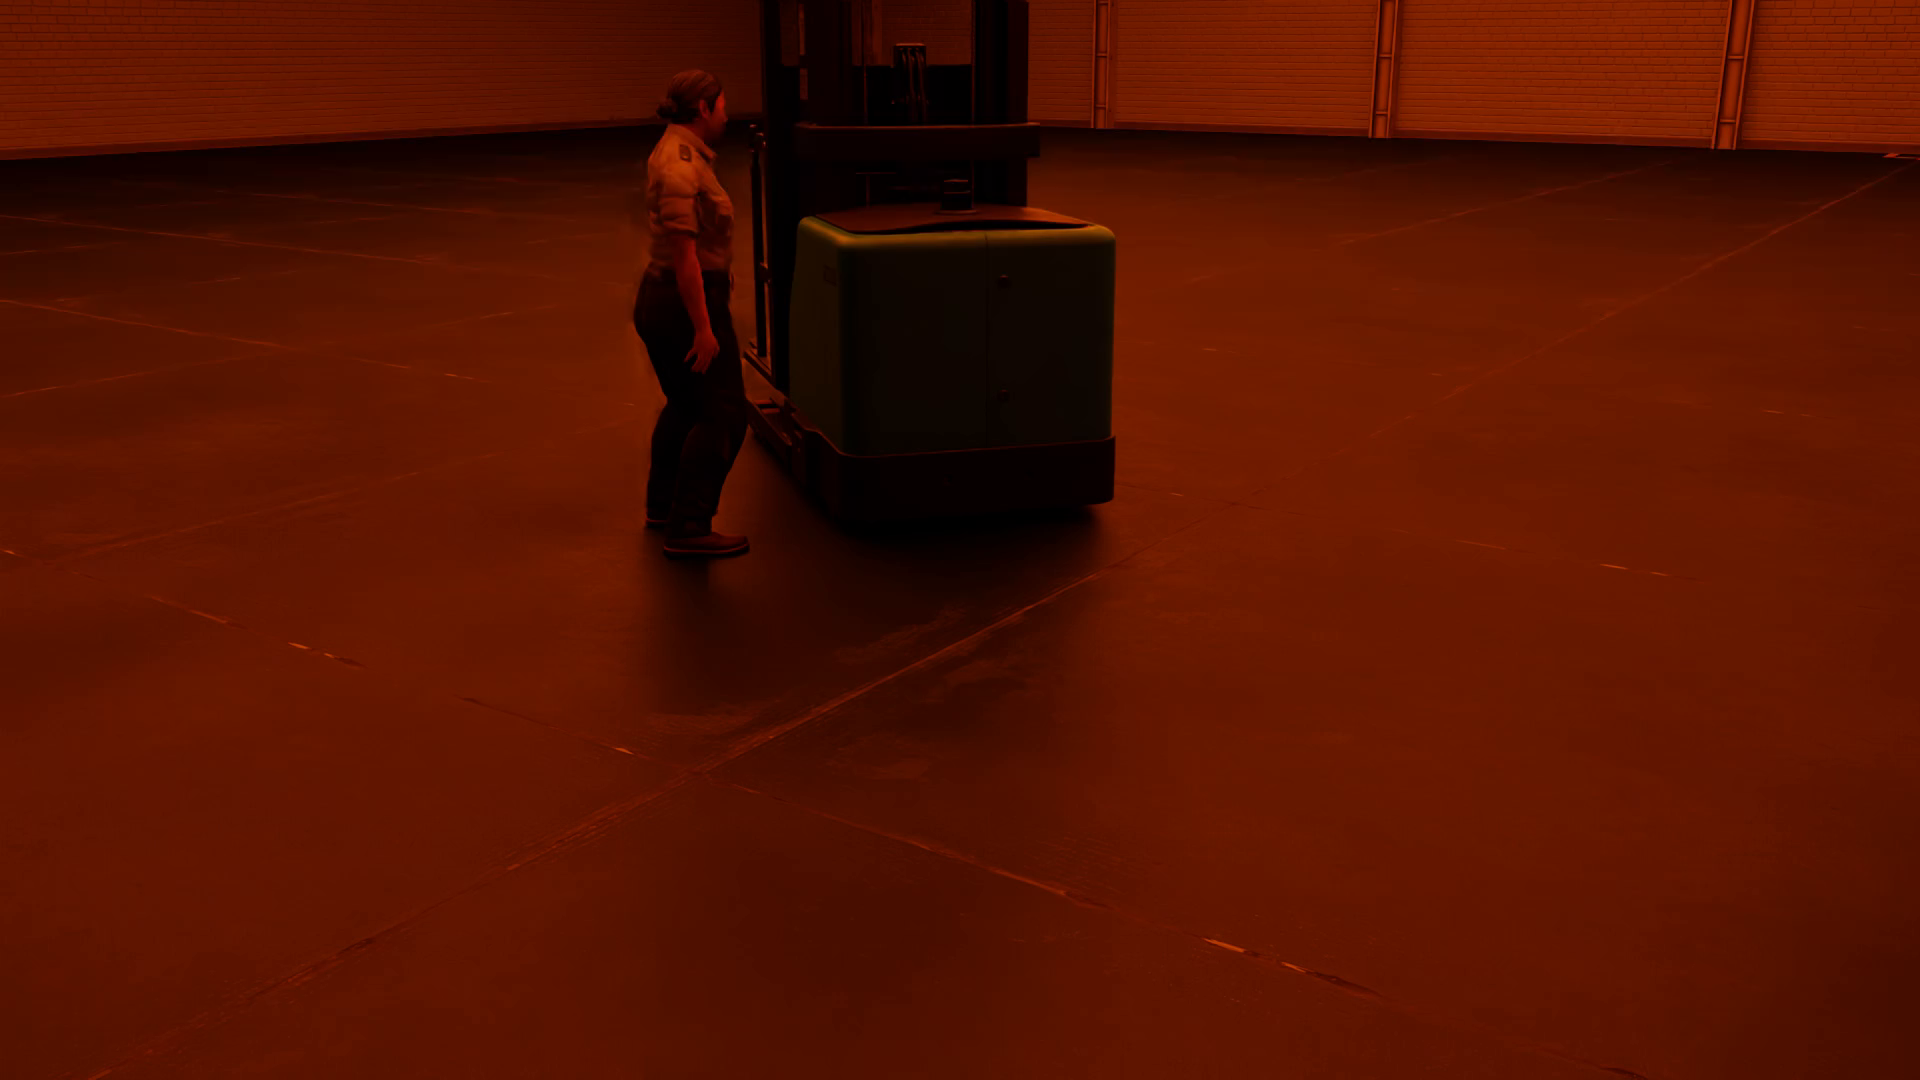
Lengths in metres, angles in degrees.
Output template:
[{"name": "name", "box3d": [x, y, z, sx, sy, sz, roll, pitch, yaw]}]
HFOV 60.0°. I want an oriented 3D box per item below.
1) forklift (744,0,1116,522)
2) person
[{"name": "forklift", "box3d": [-0.335, -1.849, 7.015, 1.130, 2.935, 3.031, -5, 17, -16]}, {"name": "person", "box3d": [-0.943, -0.775, 5.715, 0.342, 1.625, 0.741, -5, 17, -18]}]
